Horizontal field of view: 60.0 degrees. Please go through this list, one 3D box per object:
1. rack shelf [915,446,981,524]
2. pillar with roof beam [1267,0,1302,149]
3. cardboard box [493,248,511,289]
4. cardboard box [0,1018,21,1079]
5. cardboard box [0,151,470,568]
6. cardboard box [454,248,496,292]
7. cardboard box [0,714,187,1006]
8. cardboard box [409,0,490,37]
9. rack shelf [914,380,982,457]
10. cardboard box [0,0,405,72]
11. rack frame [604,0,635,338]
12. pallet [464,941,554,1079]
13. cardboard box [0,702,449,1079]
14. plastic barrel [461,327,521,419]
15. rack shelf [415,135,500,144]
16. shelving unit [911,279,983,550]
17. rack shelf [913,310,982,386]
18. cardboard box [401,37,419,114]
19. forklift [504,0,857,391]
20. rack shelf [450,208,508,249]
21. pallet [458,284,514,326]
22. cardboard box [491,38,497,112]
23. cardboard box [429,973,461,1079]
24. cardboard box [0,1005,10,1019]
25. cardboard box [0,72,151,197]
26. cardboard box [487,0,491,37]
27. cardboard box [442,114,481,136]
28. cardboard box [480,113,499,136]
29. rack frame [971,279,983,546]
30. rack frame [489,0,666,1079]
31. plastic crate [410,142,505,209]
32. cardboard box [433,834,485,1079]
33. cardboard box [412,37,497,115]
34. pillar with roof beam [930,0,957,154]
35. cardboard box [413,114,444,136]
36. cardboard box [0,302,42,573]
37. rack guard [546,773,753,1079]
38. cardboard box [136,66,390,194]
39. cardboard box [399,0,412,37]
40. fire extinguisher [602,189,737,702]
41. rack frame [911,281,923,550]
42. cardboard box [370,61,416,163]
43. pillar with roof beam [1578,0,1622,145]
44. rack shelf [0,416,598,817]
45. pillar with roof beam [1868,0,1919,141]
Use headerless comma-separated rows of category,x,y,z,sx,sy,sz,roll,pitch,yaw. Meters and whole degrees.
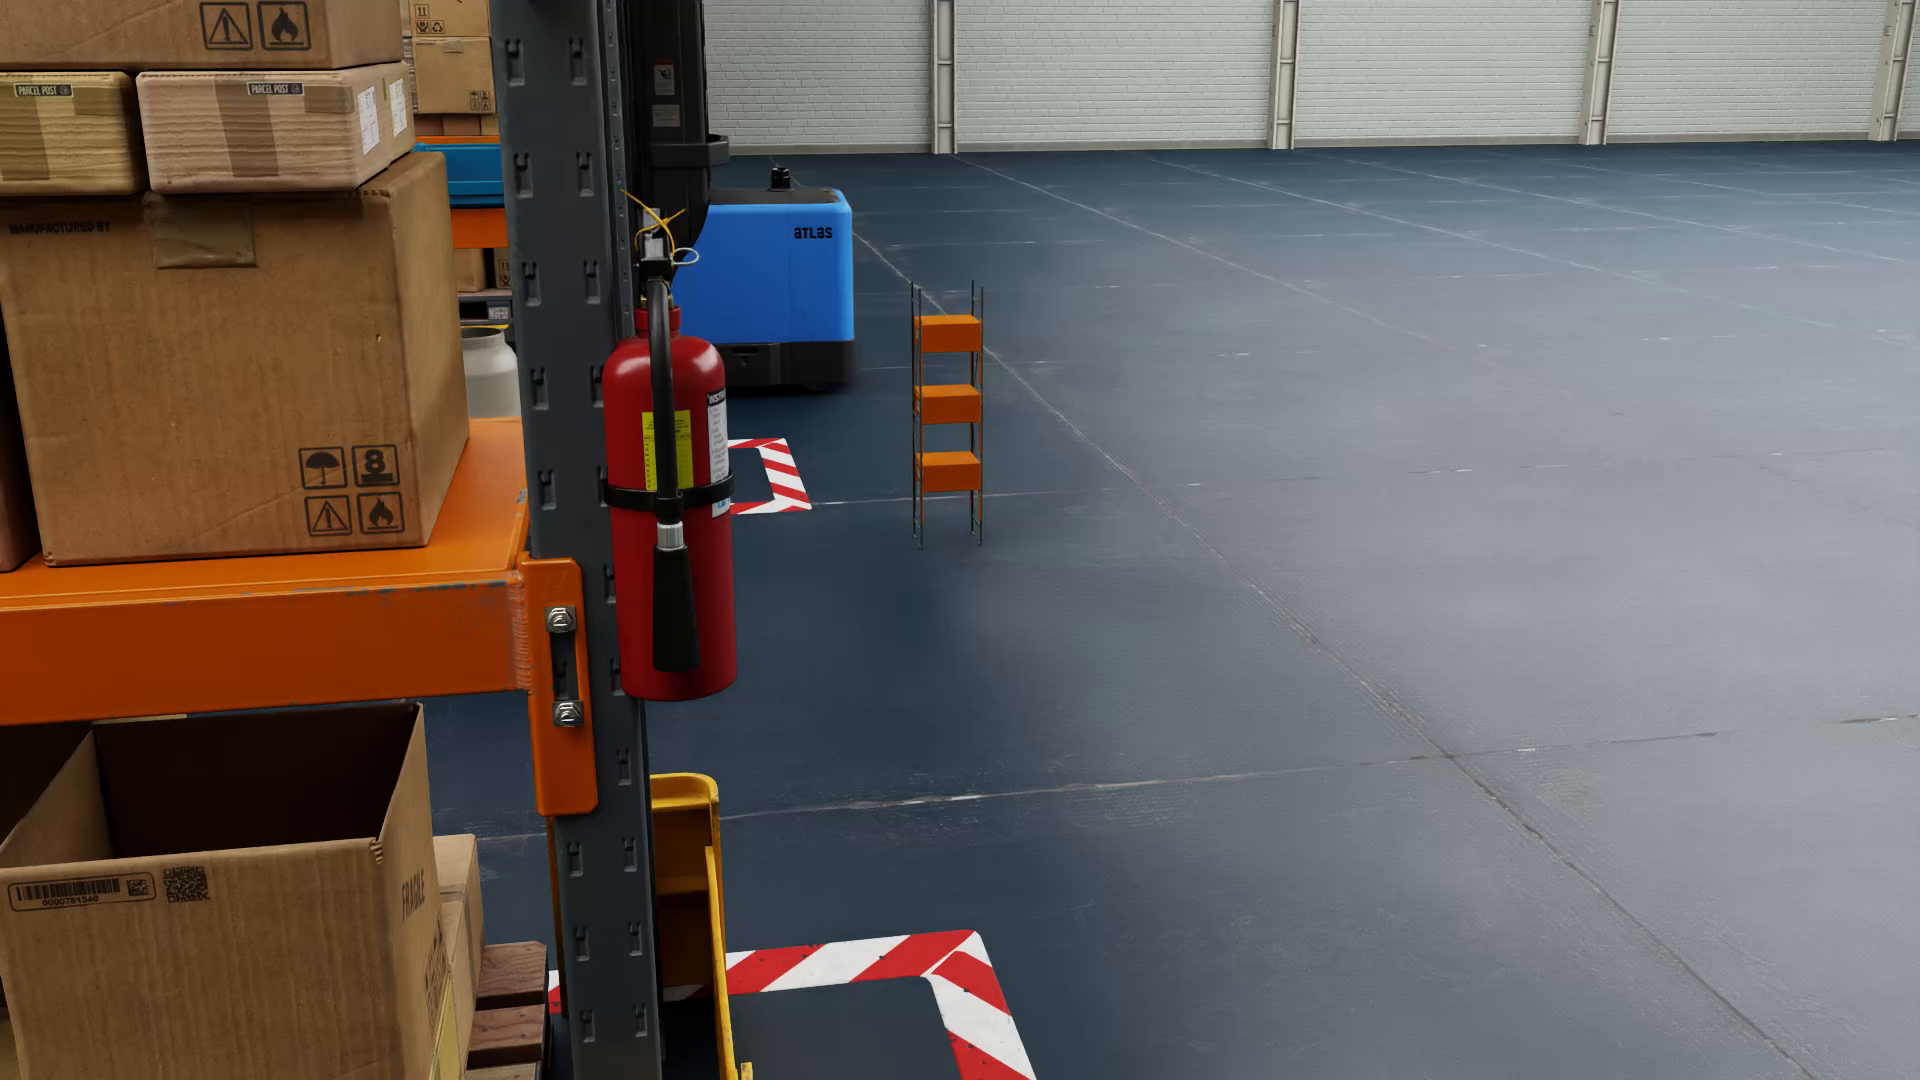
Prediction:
rack shelf,-0.053,-0.223,6.733,0.240,0.259,0.215,-3,17,-10
pillar with roof beam,6.441,-9.948,23.874,0.400,9.000,9.100,-3,17,-10
cardboard box,-3.094,-2.120,12.148,0.500,0.500,0.500,0,17,0
cardboard box,-1.561,0.972,2.507,0.500,0.250,0.500,-3,17,-10
cardboard box,-1.063,-0.314,2.554,0.500,0.500,0.700,-3,17,-10
cardboard box,-3.674,-2.077,12.007,0.500,0.500,0.500,1,17,4
cardboard box,-1.661,0.461,2.893,0.500,0.500,0.500,-3,17,-10
cardboard box,-3.460,-3.681,11.307,0.500,0.500,0.500,-3,17,-10
rack shelf,-0.053,-0.489,6.651,0.240,0.259,0.215,-3,17,-10
cardboard box,-1.115,-0.931,2.354,0.500,0.500,0.700,-3,17,-10
rack frame,-1.538,-1.716,7.291,0.127,3.000,1.000,-3,17,-10
pallet,-1.345,1.099,2.873,1.213,0.211,1.003,-3,17,-10
cardboard box,-1.072,0.582,2.497,0.500,0.500,0.500,-3,17,-10
plastic barrel,-2.170,-0.669,7.404,0.421,0.512,0.421,0,17,0
rack shelf,-4.441,-2.689,11.683,4.000,0.370,1.077,-3,17,-10
shelving unit,-0.053,-0.499,6.648,0.252,1.050,0.215,-3,17,-10
rack shelf,-0.053,-0.760,6.568,0.240,0.259,0.215,-3,17,-10
cardboard box,-3.990,-3.234,11.554,0.500,0.500,0.875,-3,17,-10
forklift,-2.148,-2.332,9.412,3.031,2.935,1.130,-2,17,-6
rack shelf,-3.502,-1.261,7.034,4.000,0.370,1.077,-3,17,-10
pallet,-3.356,-1.772,12.222,1.213,0.211,1.003,-3,17,-10
cardboard box,-3.023,-3.312,11.808,0.500,0.500,0.875,-3,17,-10
cardboard box,-1.072,0.940,2.609,0.500,0.250,0.500,-3,17,-10
cardboard box,-1.661,0.820,3.001,0.500,0.250,0.500,-3,17,-10
cardboard box,-1.198,-0.555,2.235,0.250,0.149,0.380,-3,17,-9
cardboard box,-2.971,-3.710,11.403,0.500,0.500,0.500,-3,17,-10
cardboard box,-3.448,-2.897,11.562,0.250,0.149,0.380,-3,17,-10
cardboard box,-3.199,-2.906,11.593,0.250,0.149,0.380,-3,17,-10
rack frame,0.067,-0.506,6.670,0.008,1.050,0.200,-3,17,-10
rack frame,-0.602,-0.288,2.642,0.127,3.000,1.000,-3,17,-10
plastic crate,-1.973,-1.531,6.942,0.616,0.251,0.499,-3,17,-10
cardboard box,-1.171,0.791,3.095,0.500,0.250,0.500,-3,17,-10
cardboard box,-3.491,-3.249,11.605,0.500,0.500,0.875,-3,17,-10
pillar with roof beam,0.550,-9.614,22.786,0.400,9.000,9.100,-3,17,-10
cardboard box,-3.701,-2.895,11.556,0.250,0.149,0.380,-3,17,-10
cardboard box,-1.577,-0.283,2.455,0.500,0.500,0.700,-3,17,-9
rack guard,-0.578,0.905,3.013,0.348,0.500,1.175,-3,17,-10
cardboard box,-0.941,-0.570,2.284,0.250,0.149,0.380,-4,17,-11
cardboard box,-3.952,-3.654,11.219,0.500,0.500,0.500,-3,17,-10
fire extinguisher,-0.398,-0.124,2.239,0.183,0.674,0.296,-3,17,-10
rack frame,-0.172,-0.492,6.626,0.008,1.050,0.200,-3,17,-10
cardboard box,-1.028,-0.686,2.663,0.250,0.149,0.380,-3,17,-11
pillar with roof beam,12.332,-10.282,24.962,0.400,9.000,9.100,-3,17,-10
rack shelf,-2.566,0.167,2.385,4.000,0.370,1.077,-3,17,-10
pillar with roof beam,18.224,-10.616,26.050,0.400,9.000,9.100,-3,17,-10
